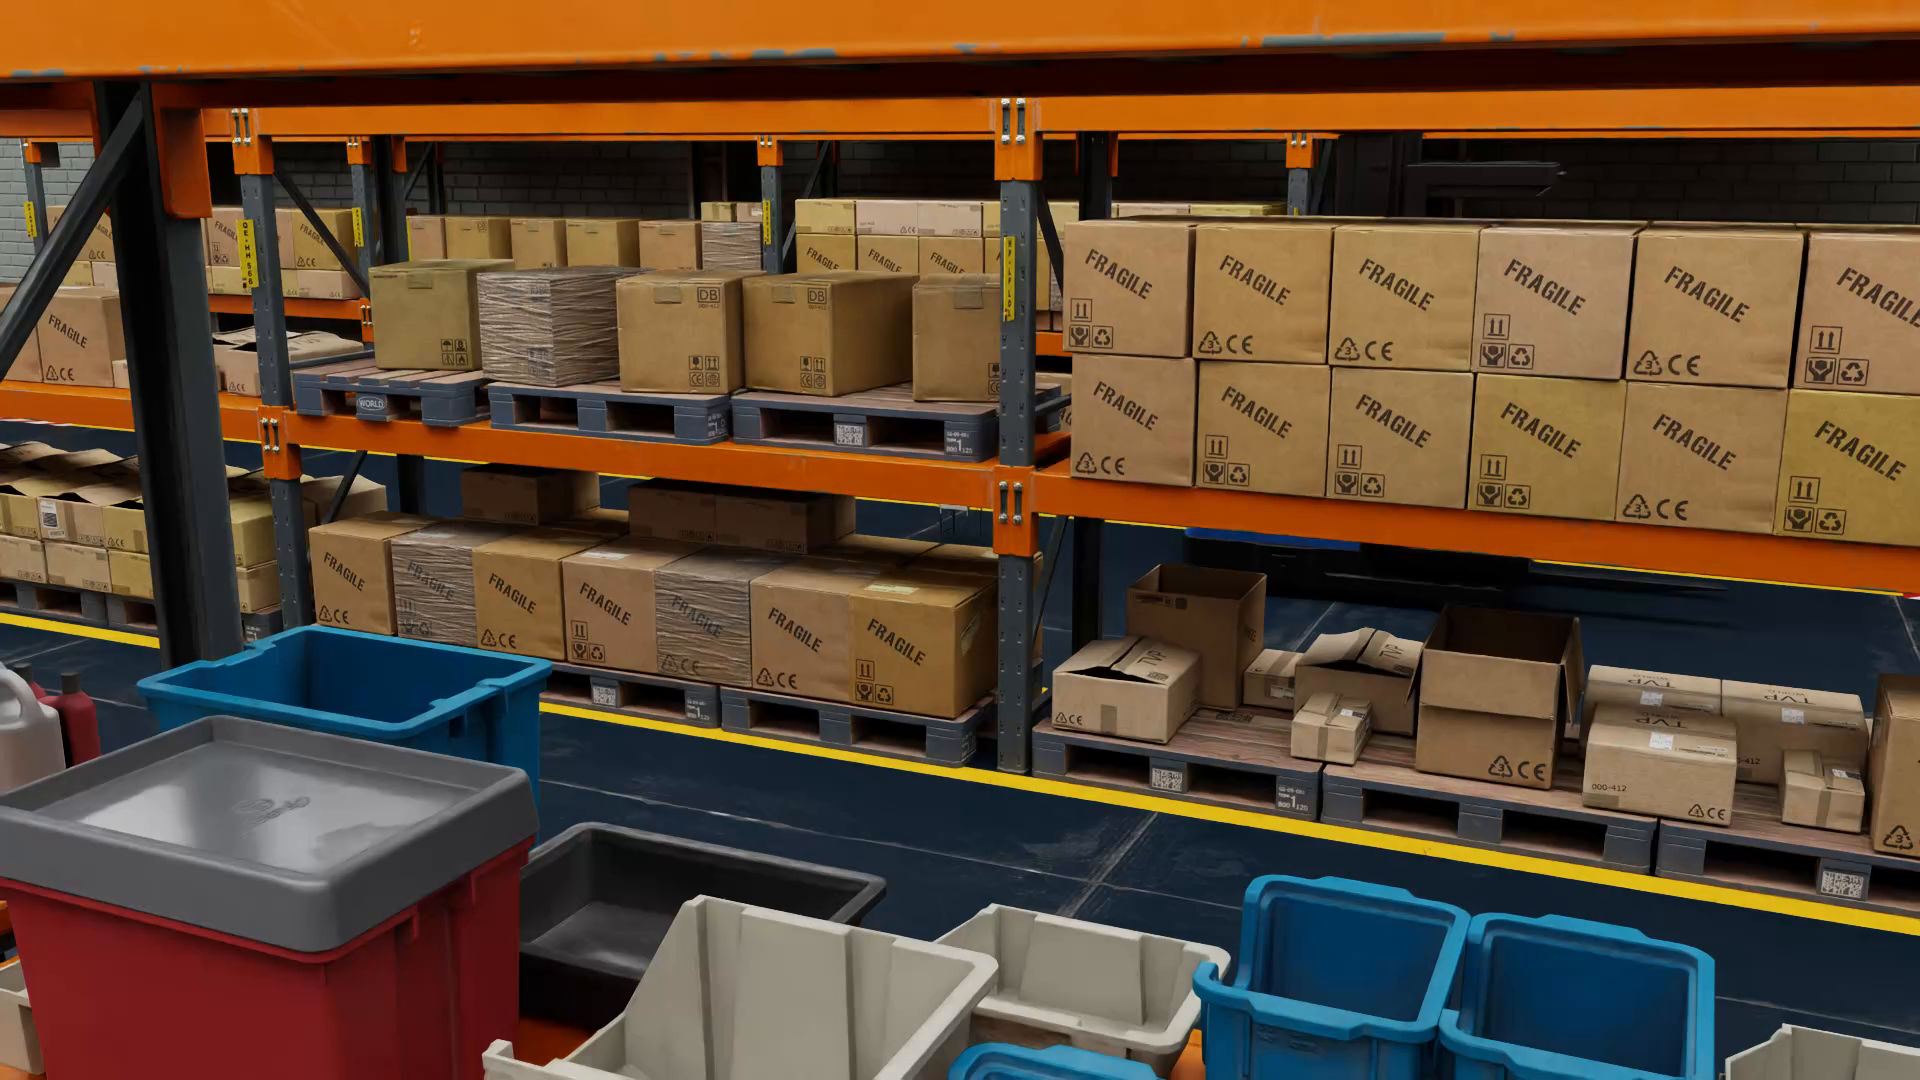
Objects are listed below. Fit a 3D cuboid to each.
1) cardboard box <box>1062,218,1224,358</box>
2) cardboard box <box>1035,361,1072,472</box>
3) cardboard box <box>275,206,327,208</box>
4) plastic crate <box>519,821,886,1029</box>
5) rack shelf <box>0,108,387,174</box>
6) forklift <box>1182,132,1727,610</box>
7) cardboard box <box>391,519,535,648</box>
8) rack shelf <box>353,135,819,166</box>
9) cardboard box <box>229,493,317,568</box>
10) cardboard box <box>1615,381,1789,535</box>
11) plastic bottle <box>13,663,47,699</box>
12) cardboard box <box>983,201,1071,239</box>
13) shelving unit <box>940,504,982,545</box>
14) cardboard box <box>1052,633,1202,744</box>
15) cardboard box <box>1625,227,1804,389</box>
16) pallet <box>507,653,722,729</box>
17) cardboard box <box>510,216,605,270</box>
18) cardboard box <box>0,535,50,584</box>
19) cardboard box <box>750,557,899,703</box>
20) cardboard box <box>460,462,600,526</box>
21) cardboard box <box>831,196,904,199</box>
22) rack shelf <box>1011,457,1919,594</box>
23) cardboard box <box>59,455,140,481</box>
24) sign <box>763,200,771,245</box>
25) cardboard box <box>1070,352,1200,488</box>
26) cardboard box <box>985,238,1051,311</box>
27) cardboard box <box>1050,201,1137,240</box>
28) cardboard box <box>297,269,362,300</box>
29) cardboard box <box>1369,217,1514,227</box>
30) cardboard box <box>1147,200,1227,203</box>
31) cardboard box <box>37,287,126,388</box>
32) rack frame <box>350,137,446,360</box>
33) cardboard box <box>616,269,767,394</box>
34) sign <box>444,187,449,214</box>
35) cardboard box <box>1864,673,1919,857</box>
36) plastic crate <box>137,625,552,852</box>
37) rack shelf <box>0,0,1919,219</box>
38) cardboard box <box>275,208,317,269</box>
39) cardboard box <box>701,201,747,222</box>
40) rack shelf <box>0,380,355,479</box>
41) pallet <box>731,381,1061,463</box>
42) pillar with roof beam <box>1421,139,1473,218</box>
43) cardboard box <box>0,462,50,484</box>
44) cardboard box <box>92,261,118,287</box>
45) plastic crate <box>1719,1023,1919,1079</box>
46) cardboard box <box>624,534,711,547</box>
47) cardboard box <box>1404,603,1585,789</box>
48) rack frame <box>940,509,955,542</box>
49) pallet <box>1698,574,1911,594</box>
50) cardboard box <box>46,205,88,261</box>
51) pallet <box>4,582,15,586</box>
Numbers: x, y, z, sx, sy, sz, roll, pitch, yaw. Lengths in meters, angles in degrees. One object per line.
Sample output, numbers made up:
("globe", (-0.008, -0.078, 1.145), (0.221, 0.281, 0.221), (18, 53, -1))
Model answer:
("cardboard box", (0.731, -1.008, 6.576), (0.500, 0.500, 0.500), (6, 15, 25))
("cardboard box", (0.957, -0.882, 12.235), (0.750, 0.750, 0.750), (6, 15, 25))
("cardboard box", (-6.167, -2.835, 15.412), (0.500, 0.500, 0.500), (6, 15, 25))
("plastic crate", (-0.463, 0.612, 2.552), (0.590, 0.125, 0.437), (6, 14, 23))
("rack shelf", (-5.071, -2.240, 9.243), (4.000, 0.370, 1.077), (6, 14, 23))
("forklift", (2.917, -1.134, 9.672), (3.031, 2.935, 1.130), (5, 14, 20))
("cardboard box", (-2.461, 0.207, 8.315), (0.500, 0.500, 0.500), (5, 14, 21))
("rack shelf", (-3.068, -3.275, 13.654), (4.000, 0.370, 1.077), (6, 14, 23))
("cardboard box", (-3.821, -0.081, 8.904), (0.500, 0.311, 0.500), (6, 15, 25))
("cardboard box", (2.622, -0.332, 5.886), (0.500, 0.500, 0.500), (6, 14, 24))
("plastic bottle", (-1.880, 0.381, 3.320), (0.133, 0.283, 0.061), (6, 14, 23))
("cardboard box", (0.491, -2.311, 11.983), (0.500, 0.250, 0.500), (5, 14, 22))
("shelving unit", (0.007, -0.437, 11.149), (0.210, 0.900, 0.258), (6, 14, 23))
("cardboard box", (0.711, 0.604, 7.037), (0.500, 0.311, 0.500), (6, 14, 23))
("cardboard box", (2.615, -0.817, 5.764), (0.500, 0.500, 0.500), (6, 15, 25))
("pallet", (-1.464, 0.603, 8.223), (1.213, 0.211, 1.003), (6, 14, 23))
("cardboard box", (-3.323, -2.451, 13.952), (0.500, 0.500, 0.700), (8, 15, 31))
("cardboard box", (-5.225, 0.051, 9.573), (0.500, 0.250, 0.500), (6, 15, 24))
("cardboard box", (-0.601, 0.395, 7.515), (0.500, 0.500, 0.500), (6, 14, 23))
("cardboard box", (-2.239, -0.265, 8.686), (0.500, 0.250, 0.500), (6, 15, 25))
("cardboard box", (-0.720, -2.560, 13.044), (0.500, 0.250, 0.500), (6, 15, 25))
("rack shelf", (2.243, -0.039, 6.431), (4.000, 0.370, 1.077), (6, 14, 23))
("cardboard box", (-5.022, -0.335, 9.990), (0.500, 0.311, 0.500), (6, 14, 23))
("sign", (-1.451, -2.391, 12.516), (0.005, 0.325, 0.100), (6, 14, 23))
("cardboard box", (0.770, -0.519, 6.683), (0.500, 0.500, 0.500), (6, 15, 25))
("cardboard box", (0.508, -1.941, 12.049), (0.500, 0.500, 0.500), (6, 15, 25))
("cardboard box", (0.957, -2.264, 11.783), (0.500, 0.250, 0.500), (6, 15, 24))
("cardboard box", (-5.453, -2.267, 14.635), (0.500, 0.250, 0.500), (6, 14, 23))
("cardboard box", (1.912, -1.024, 6.645), (0.500, 0.500, 0.500), (6, 14, 24))
("cardboard box", (1.621, -2.322, 12.029), (0.500, 0.250, 0.500), (6, 14, 24))
("cardboard box", (-4.783, -1.145, 9.351), (0.500, 0.500, 0.500), (5, 14, 20))
("rack frame", (-4.897, -2.350, 14.703), (0.127, 3.000, 1.000), (6, 14, 23))
("cardboard box", (-1.226, -0.978, 7.720), (0.500, 0.500, 0.700), (2, 13, 9))
("sign", (-4.675, -3.030, 15.066), (0.005, 0.325, 0.100), (6, 14, 23))
("cardboard box", (3.475, 0.799, 5.791), (0.500, 0.500, 0.500), (6, 14, 23))
("plastic crate", (-1.030, 0.410, 2.845), (0.575, 0.384, 0.392), (6, 14, 23))
("rack shelf", (0.233, -0.465, 1.681), (4.000, 0.370, 1.077), (6, 14, 23))
("cardboard box", (-5.913, -2.676, 14.735), (0.500, 0.500, 0.500), (6, 14, 23))
("cardboard box", (-1.867, -2.611, 13.213), (0.250, 0.149, 0.380), (3, 14, 14))
("rack shelf", (-5.071, -0.780, 9.586), (4.000, 0.370, 1.077), (6, 14, 23))
("pallet", (-0.272, -0.578, 7.572), (1.213, 0.211, 1.003), (6, 14, 23))
("pillar with roof beam", (1.664, -3.747, 7.525), (0.400, 9.000, 9.100), (6, 14, 23))
("cardboard box", (-5.694, -0.268, 9.705), (0.500, 0.311, 0.500), (5, 14, 21))
("cardboard box", (-7.756, -2.500, 15.628), (0.500, 0.250, 0.500), (5, 14, 21))
("plastic crate", (1.090, 0.728, 2.034), (0.298, 0.136, 0.250), (6, 14, 23))
("cardboard box", (-1.337, 0.191, 8.385), (0.500, 0.500, 0.500), (5, 14, 21))
("cardboard box", (2.134, 0.599, 6.636), (0.637, 0.503, 0.797), (6, 14, 23))
("rack frame", (-0.086, -0.447, 11.189), (0.006, 0.900, 0.240), (6, 14, 23))
("pallet", (5.312, 0.060, 10.535), (1.213, 0.211, 1.003), (6, 14, 23))
("cardboard box", (-8.239, -2.915, 15.754), (0.500, 0.500, 0.500), (6, 14, 23))
("pallet", (-6.210, 0.103, 10.355), (1.213, 0.211, 1.003), (6, 14, 23))
